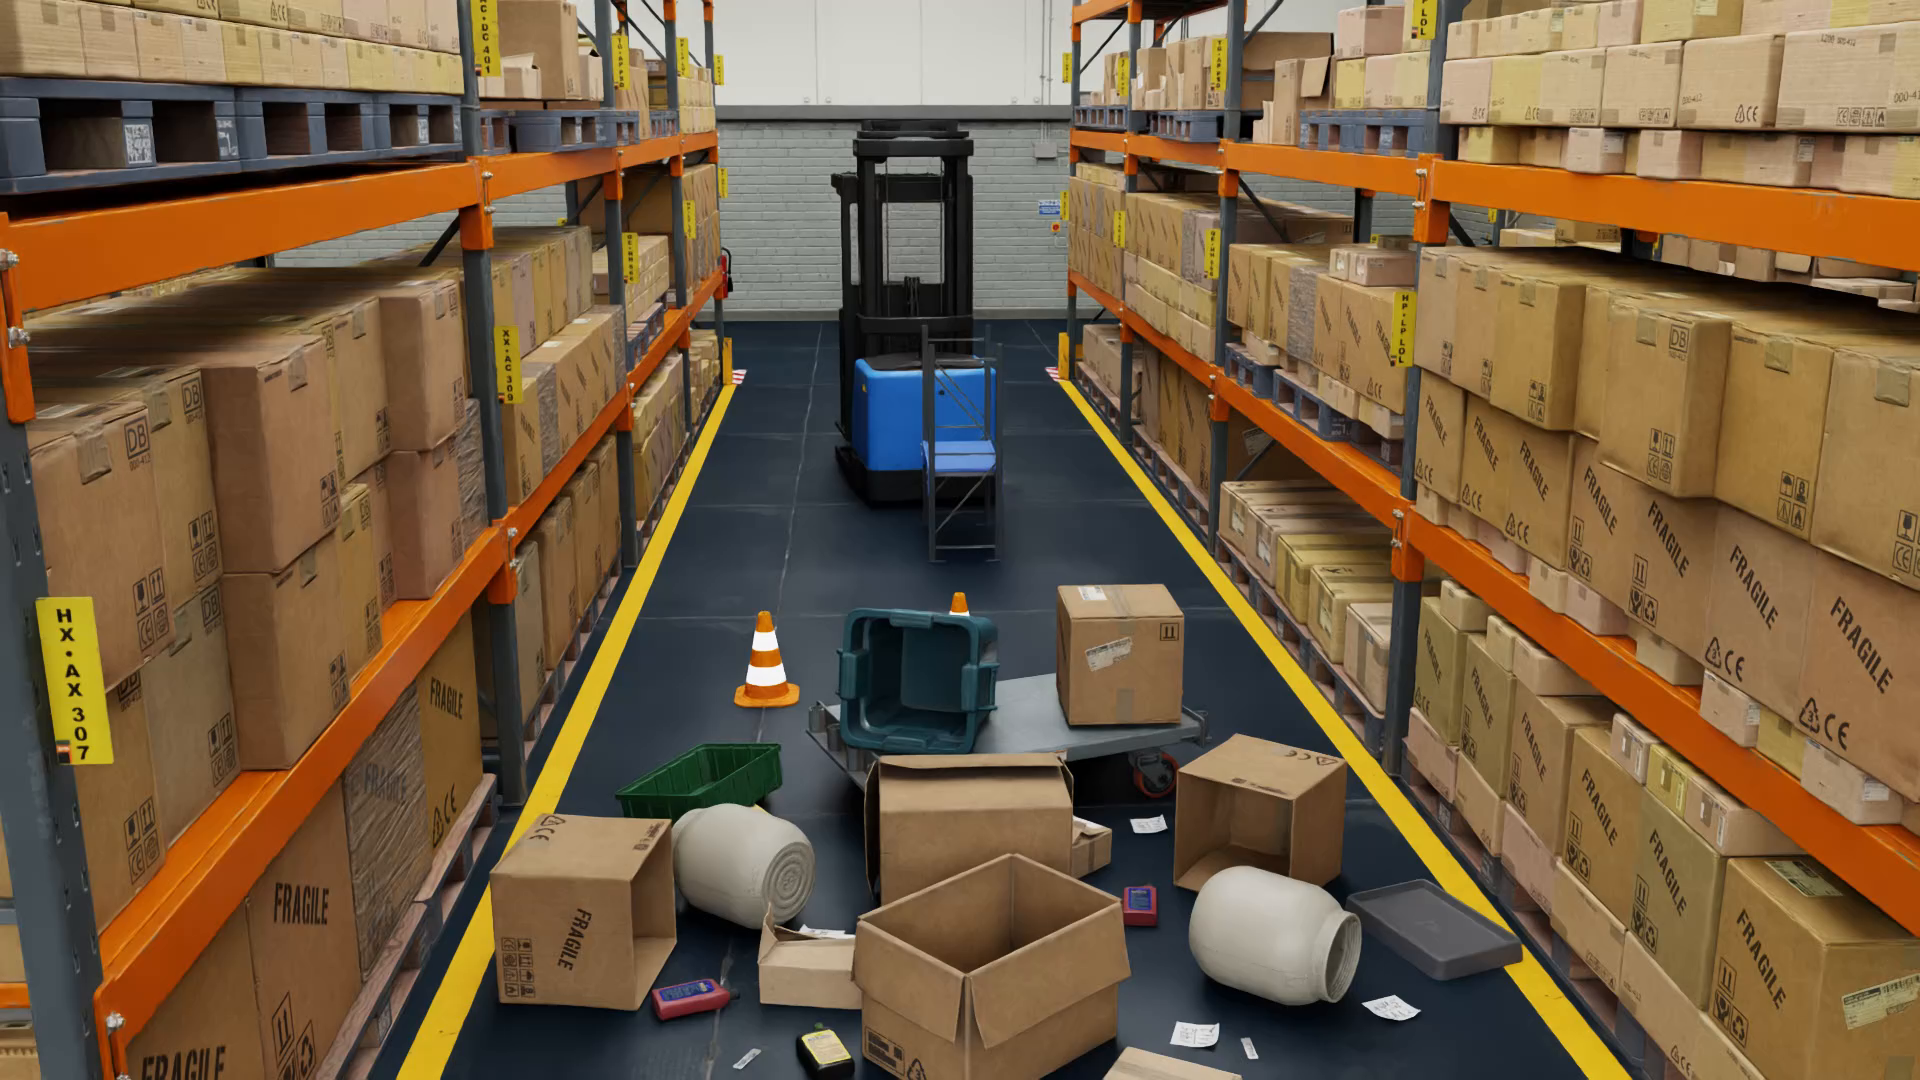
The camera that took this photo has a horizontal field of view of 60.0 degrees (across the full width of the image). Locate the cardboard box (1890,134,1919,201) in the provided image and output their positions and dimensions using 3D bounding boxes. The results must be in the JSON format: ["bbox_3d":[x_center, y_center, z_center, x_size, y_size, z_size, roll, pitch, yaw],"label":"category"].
[{"bbox_3d":[2.388,-0.851,3.797,0.380,0.149,0.250,-1,14,-3],"label":"cardboard box"}]

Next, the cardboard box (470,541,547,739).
[{"bbox_3d":[-2.573,0.466,7.867,1.050,0.750,0.750,-1,14,-4],"label":"cardboard box"}]

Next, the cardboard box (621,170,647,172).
[{"bbox_3d":[-3.295,-3.302,16.036,0.500,0.500,0.500,-1,14,-2],"label":"cardboard box"}]

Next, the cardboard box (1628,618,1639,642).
[{"bbox_3d":[2.425,0.278,5.431,0.380,0.149,0.250,-1,14,-3],"label":"cardboard box"}]

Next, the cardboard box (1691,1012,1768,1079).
[{"bbox_3d":[2.417,1.552,4.651,0.500,0.250,0.500,-1,14,-4],"label":"cardboard box"}]

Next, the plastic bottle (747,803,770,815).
[{"bbox_3d":[-0.921,1.201,7.234,0.133,0.061,0.283,-9,17,-32],"label":"plastic bottle"}]

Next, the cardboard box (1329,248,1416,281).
[{"bbox_3d":[2.139,-1.429,8.618,0.380,0.149,0.250,-2,15,-6],"label":"cardboard box"}]

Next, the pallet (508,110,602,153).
[{"bbox_3d":[-2.528,-2.186,8.861,1.003,0.211,1.213,0,14,-1],"label":"pallet"}]

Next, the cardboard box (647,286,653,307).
[{"bbox_3d":[-2.634,-1.919,13.125,0.380,0.149,0.250,0,14,-1],"label":"cardboard box"}]

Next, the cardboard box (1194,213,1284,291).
[{"bbox_3d":[1.948,-2.021,11.652,0.500,0.500,0.500,-1,14,-5],"label":"cardboard box"}]

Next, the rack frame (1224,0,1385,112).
[{"bbox_3d":[2.242,-4.269,10.558,1.000,3.000,0.127,-1,14,-3],"label":"rack frame"}]

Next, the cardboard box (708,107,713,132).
[{"bbox_3d":[-2.857,-4.396,17.372,0.500,0.250,0.500,-1,14,-3],"label":"cardboard box"}]

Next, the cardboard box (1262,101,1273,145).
[{"bbox_3d":[2.107,-2.607,10.387,0.396,0.266,0.258,-1,14,-3],"label":"cardboard box"}]

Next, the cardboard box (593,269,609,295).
[{"bbox_3d":[-2.528,-1.751,11.278,0.380,0.149,0.250,-1,14,-3],"label":"cardboard box"}]

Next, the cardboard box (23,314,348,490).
[{"bbox_3d":[-2.369,-0.367,4.966,0.875,0.550,0.500,-1,14,-3],"label":"cardboard box"}]

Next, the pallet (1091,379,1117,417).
[{"bbox_3d":[1.946,-1.502,17.441,1.003,0.211,1.213,-1,14,-3],"label":"pallet"}]

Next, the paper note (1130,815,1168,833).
[{"bbox_3d":[0.819,1.227,7.194,0.148,0.019,0.142,-1,14,-3],"label":"paper note"}]

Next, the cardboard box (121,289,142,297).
[{"bbox_3d":[-7.584,-2.162,14.914,0.380,0.149,0.250,-1,14,-3],"label":"cardboard box"}]

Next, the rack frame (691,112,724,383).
[{"bbox_3d":[-3.188,-3.251,18.644,1.000,3.000,0.127,-1,14,-3],"label":"rack frame"}]

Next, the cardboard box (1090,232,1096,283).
[{"bbox_3d":[1.609,-2.901,17.081,0.500,0.500,0.500,0,14,-2],"label":"cardboard box"}]

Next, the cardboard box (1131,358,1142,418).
[{"bbox_3d":[2.062,-1.479,16.052,0.875,0.438,0.875,-1,14,-4],"label":"cardboard box"}]

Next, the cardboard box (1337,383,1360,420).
[{"bbox_3d":[2.131,-0.703,8.402,0.380,0.149,0.250,-1,14,-4],"label":"cardboard box"}]

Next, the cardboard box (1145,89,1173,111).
[{"bbox_3d":[1.723,-3.581,13.531,0.380,0.166,0.250,-2,15,-7],"label":"cardboard box"}]

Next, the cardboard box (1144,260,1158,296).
[{"bbox_3d":[1.805,-2.159,13.694,0.500,0.250,0.500,-1,14,-3],"label":"cardboard box"}]

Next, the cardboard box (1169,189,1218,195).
[{"bbox_3d":[2.206,-3.013,15.510,0.500,0.500,0.500,-1,14,-3],"label":"cardboard box"}]

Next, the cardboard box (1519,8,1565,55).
[{"bbox_3d":[2.225,-1.807,5.912,0.380,0.149,0.250,-1,14,-4],"label":"cardboard box"}]

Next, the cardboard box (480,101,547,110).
[{"bbox_3d":[-2.982,-2.901,11.061,0.500,0.500,0.500,-1,14,-3],"label":"cardboard box"}]

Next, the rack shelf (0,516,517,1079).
[{"bbox_3d":[-2.321,0.579,5.201,1.077,0.370,4.000,-1,14,-3],"label":"rack shelf"}]

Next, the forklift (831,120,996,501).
[{"bbox_3d":[-0.483,-2.042,14.083,1.130,2.935,3.031,-3,15,-11],"label":"forklift"}]

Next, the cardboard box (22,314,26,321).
[{"bbox_3d":[-7.506,-1.764,12.661,0.500,0.500,0.500,-1,14,-3],"label":"cardboard box"}]

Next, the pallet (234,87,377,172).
[{"bbox_3d":[-2.332,-1.170,4.714,1.003,0.211,1.213,-1,14,-3],"label":"pallet"}]

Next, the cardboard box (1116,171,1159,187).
[{"bbox_3d":[1.710,-3.469,15.979,0.380,0.149,0.250,-1,14,-4],"label":"cardboard box"}]

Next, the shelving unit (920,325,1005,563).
[{"bbox_3d":[0.005,-0.705,11.757,0.538,1.500,1.048,-1,14,-3],"label":"shelving unit"}]

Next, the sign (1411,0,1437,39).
[{"bbox_3d":[1.936,-2.253,6.915,0.100,0.325,0.005,-1,14,-3],"label":"sign"}]

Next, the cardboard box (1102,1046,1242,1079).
[{"bbox_3d":[0.640,1.712,5.073,0.380,0.149,0.250,7,16,26],"label":"cardboard box"}]

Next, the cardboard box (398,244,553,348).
[{"bbox_3d":[-2.576,-1.302,8.861,0.700,0.500,0.500,-1,14,-4],"label":"cardboard box"}]

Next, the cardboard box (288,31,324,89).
[{"bbox_3d":[-1.993,-1.322,4.587,0.380,0.149,0.250,-1,14,-3],"label":"cardboard box"}]

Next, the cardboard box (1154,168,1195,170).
[{"bbox_3d":[2.158,-3.667,16.748,0.380,0.149,0.250,-1,14,-3],"label":"cardboard box"}]

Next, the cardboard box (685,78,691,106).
[{"bbox_3d":[-2.757,-4.126,15.321,0.500,0.250,0.500,-1,14,-4],"label":"cardboard box"}]

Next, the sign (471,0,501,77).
[{"bbox_3d":[-1.891,-2.017,6.631,0.100,0.325,0.005,-1,14,-3],"label":"sign"}]

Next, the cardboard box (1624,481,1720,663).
[{"bbox_3d":[2.375,0.054,4.999,0.500,0.500,0.500,-1,14,-4],"label":"cardboard box"}]

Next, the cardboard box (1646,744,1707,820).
[{"bbox_3d":[2.325,0.729,5.041,0.380,0.149,0.250,-1,14,-3],"label":"cardboard box"}]

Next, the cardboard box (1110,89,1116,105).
[{"bbox_3d":[1.618,-4.161,15.618,0.380,0.149,0.250,-1,14,-2],"label":"cardboard box"}]

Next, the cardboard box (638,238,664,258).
[{"bbox_3d":[-2.703,-2.463,14.046,0.380,0.149,0.250,-1,14,-5],"label":"cardboard box"}]

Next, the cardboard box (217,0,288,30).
[{"bbox_3d":[-2.035,-1.424,4.181,0.500,0.250,0.500,-1,14,-4],"label":"cardboard box"}]

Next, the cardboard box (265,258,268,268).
[{"bbox_3d":[-7.794,-2.995,18.150,0.380,0.149,0.250,-1,14,-2],"label":"cardboard box"}]

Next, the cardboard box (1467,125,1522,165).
[{"bbox_3d":[2.222,-1.552,6.524,0.380,0.149,0.250,-1,14,-3],"label":"cardboard box"}]

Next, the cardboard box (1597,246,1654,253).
[{"bbox_3d":[6.627,-2.754,16.416,0.500,0.250,0.500,-1,14,-3],"label":"cardboard box"}]

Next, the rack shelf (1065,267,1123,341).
[{"bbox_3d":[1.870,-2.507,17.195,1.077,0.370,4.000,-1,14,-3],"label":"rack shelf"}]

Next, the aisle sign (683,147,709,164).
[{"bbox_3d":[-2.893,-4.533,18.408,0.394,0.787,0.004,-1,14,-3],"label":"aisle sign"}]

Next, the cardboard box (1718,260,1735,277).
[{"bbox_3d":[6.651,-2.223,14.072,0.396,0.266,0.258,0,14,-1],"label":"cardboard box"}]

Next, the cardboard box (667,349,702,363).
[{"bbox_3d":[-2.826,-1.845,16.863,0.380,0.149,0.250,-1,14,-3],"label":"cardboard box"}]

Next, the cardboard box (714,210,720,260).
[{"bbox_3d":[-2.904,-3.336,18.175,0.500,0.500,0.500,-1,14,-2],"label":"cardboard box"}]

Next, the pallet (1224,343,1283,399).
[{"bbox_3d":[2.392,-1.095,10.647,1.213,0.211,1.003,-1,14,-3],"label":"pallet"}]

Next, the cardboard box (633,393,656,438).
[{"bbox_3d":[-2.525,-0.919,12.248,0.500,0.250,0.500,-1,14,-4],"label":"cardboard box"}]

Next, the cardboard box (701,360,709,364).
[{"bbox_3d":[-2.795,-1.769,17.165,0.380,0.149,0.250,0,14,-1],"label":"cardboard box"}]

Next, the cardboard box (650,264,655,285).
[{"bbox_3d":[-2.653,-2.127,13.336,0.380,0.149,0.250,-2,15,-6],"label":"cardboard box"}]
